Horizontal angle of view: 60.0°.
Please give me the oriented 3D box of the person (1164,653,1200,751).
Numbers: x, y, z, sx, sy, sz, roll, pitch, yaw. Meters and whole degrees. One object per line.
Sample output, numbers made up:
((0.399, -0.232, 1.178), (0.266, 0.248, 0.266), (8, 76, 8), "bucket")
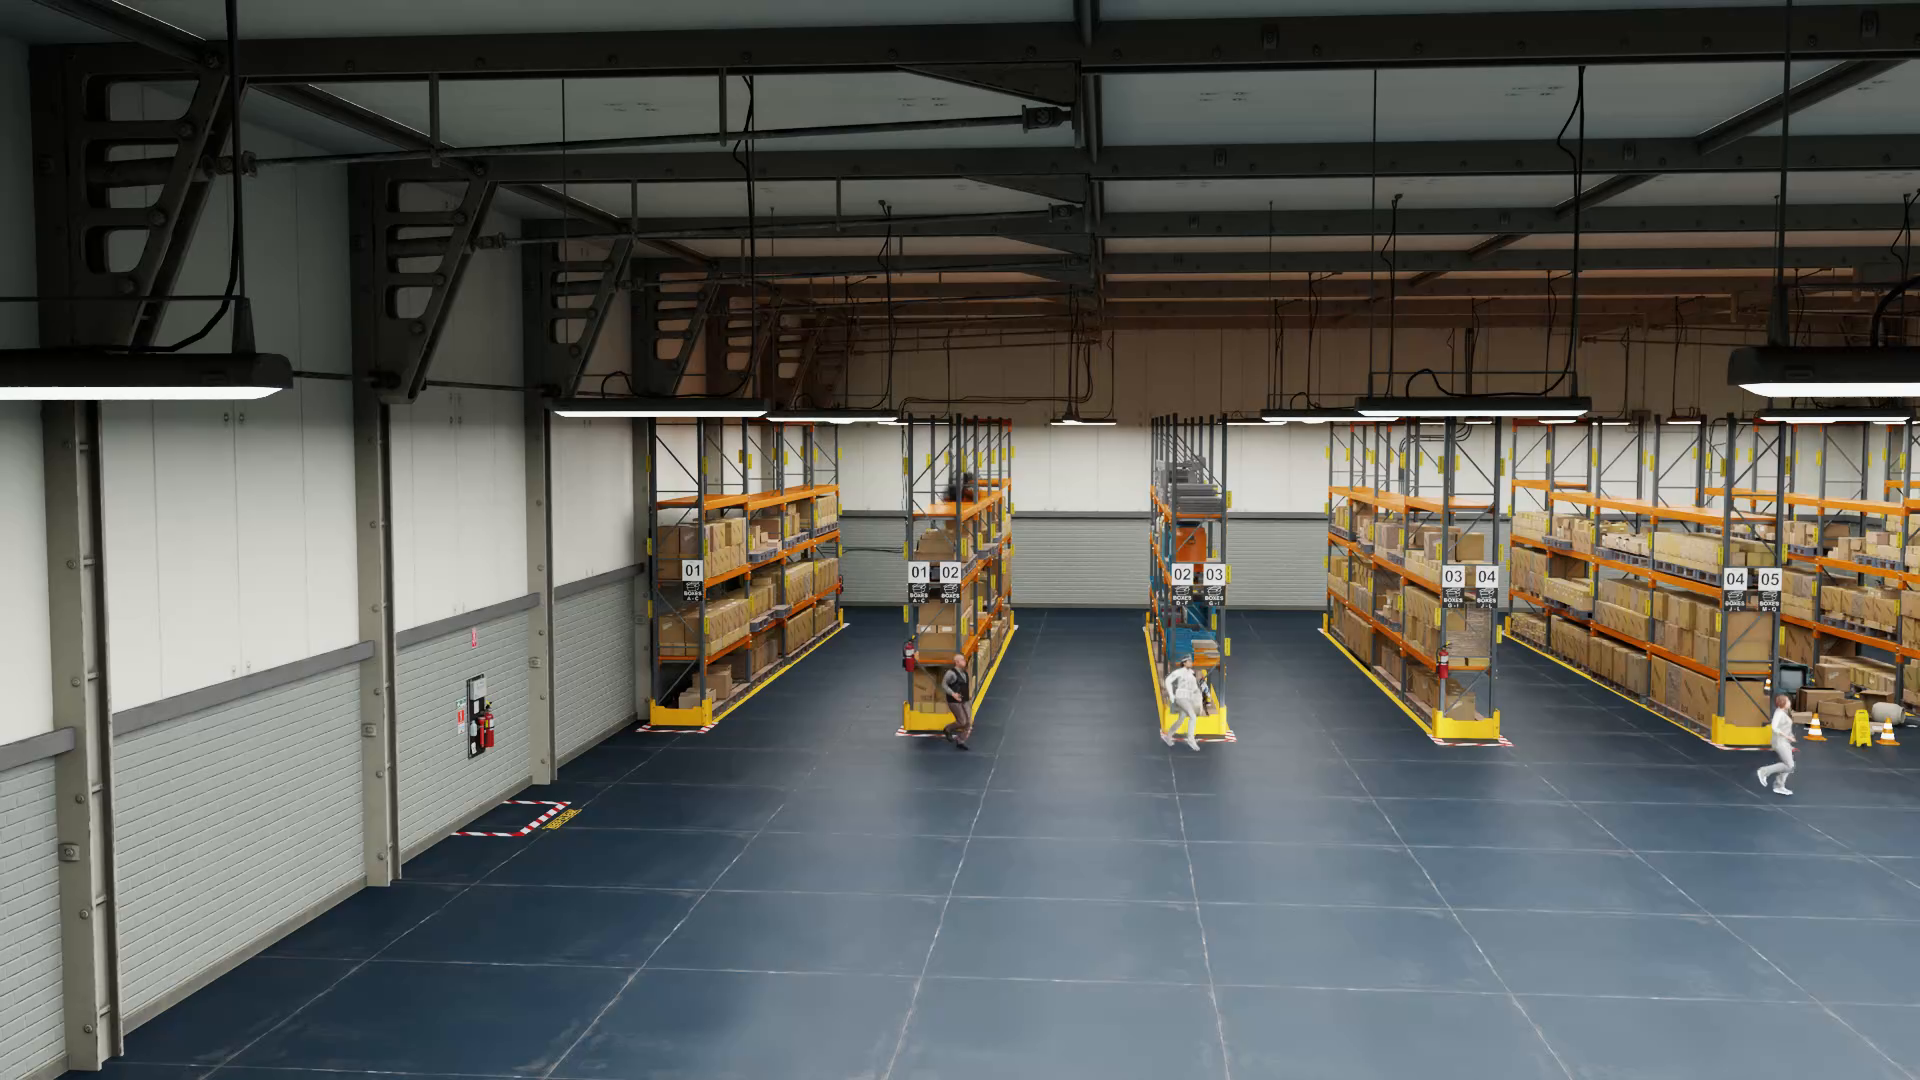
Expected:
((4.053, 2.876, 29.788), (0.775, 1.690, 0.592), (3, 5, 40), "person")

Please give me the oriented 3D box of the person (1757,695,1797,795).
((12.812, 3.193, 26.050), (0.547, 1.555, 0.532), (2, 5, 32), "person")

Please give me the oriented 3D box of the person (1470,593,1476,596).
((13.833, 1.858, 45.336), (0.761, 1.641, 0.609), (0, 4, 7), "person")

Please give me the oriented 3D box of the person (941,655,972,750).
((-0.046, 2.894, 29.710), (0.557, 1.694, 0.693), (3, 5, 42), "person")
